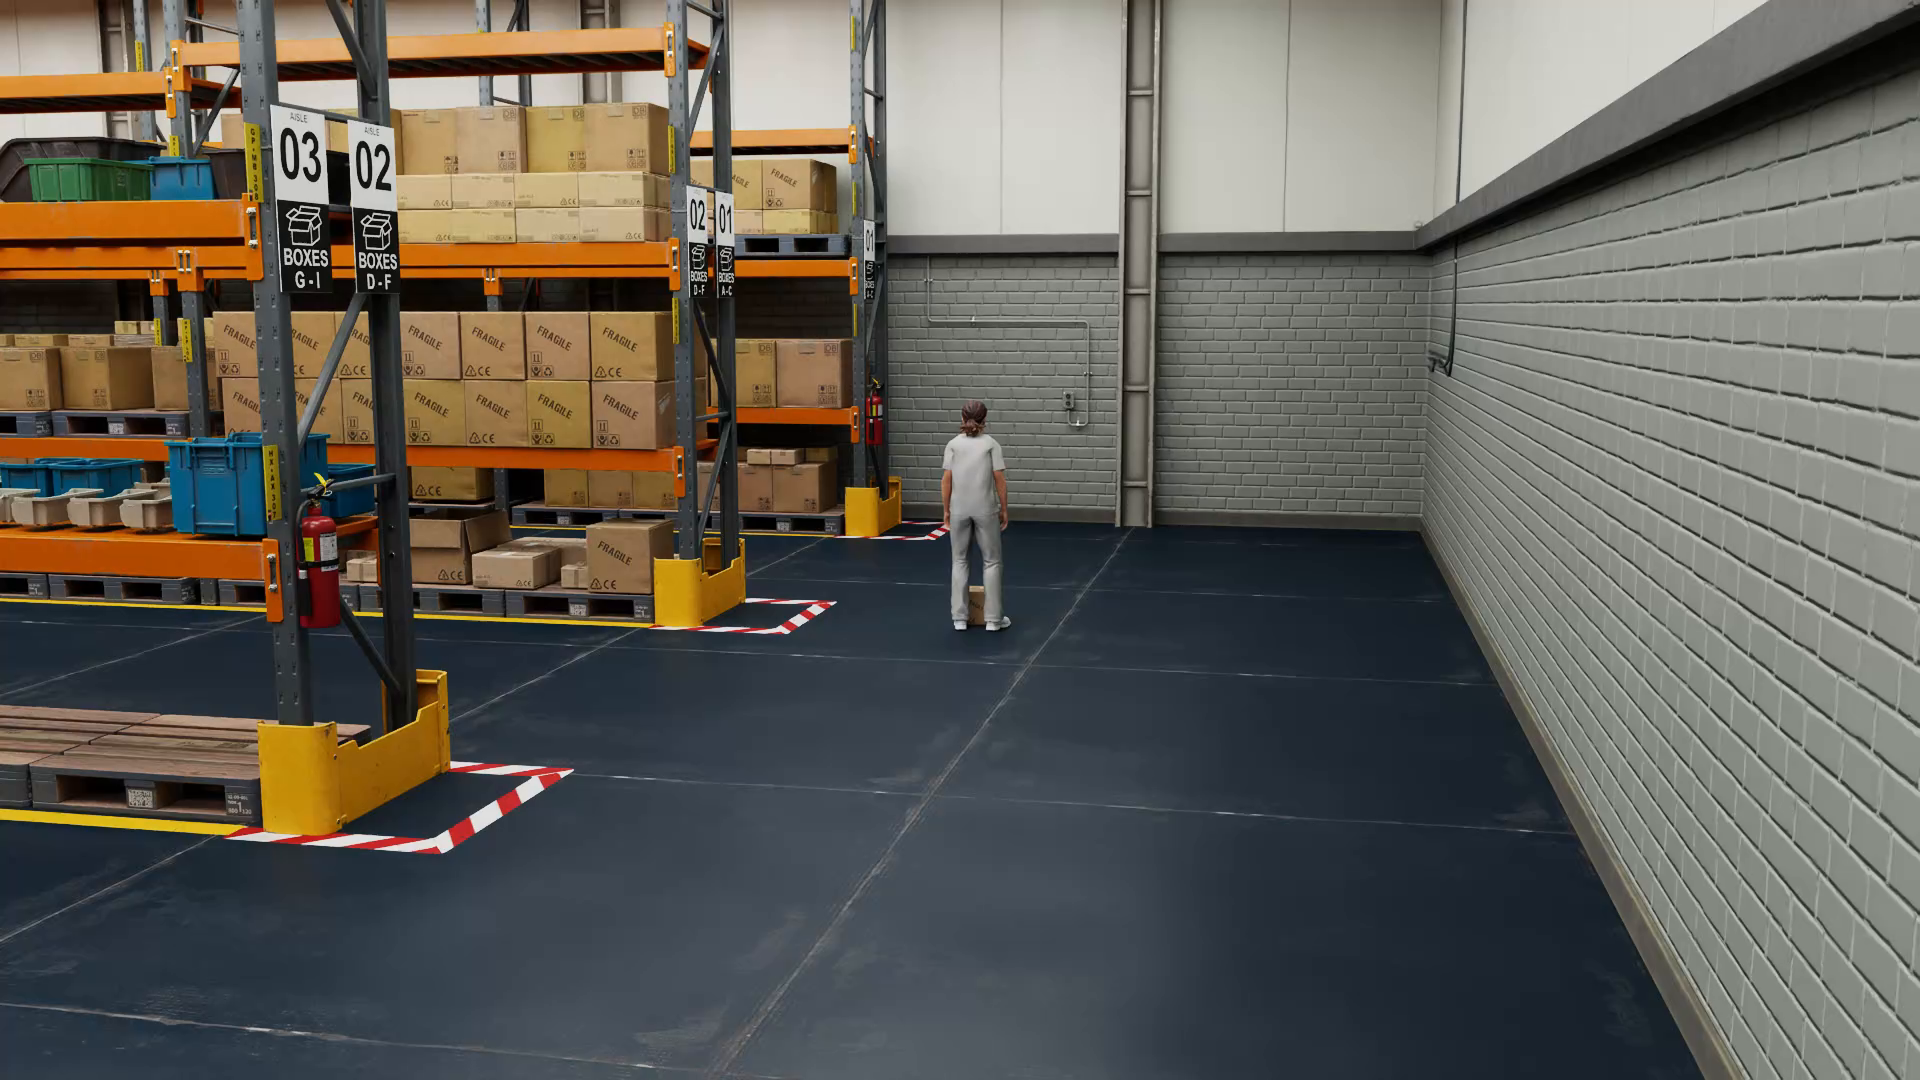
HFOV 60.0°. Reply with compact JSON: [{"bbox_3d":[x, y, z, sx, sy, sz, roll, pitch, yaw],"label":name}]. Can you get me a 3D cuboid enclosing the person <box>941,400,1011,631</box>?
[{"bbox_3d":[0.109,-0.171,12.108,0.486,1.652,0.358,2,8,12],"label":"person"}]
